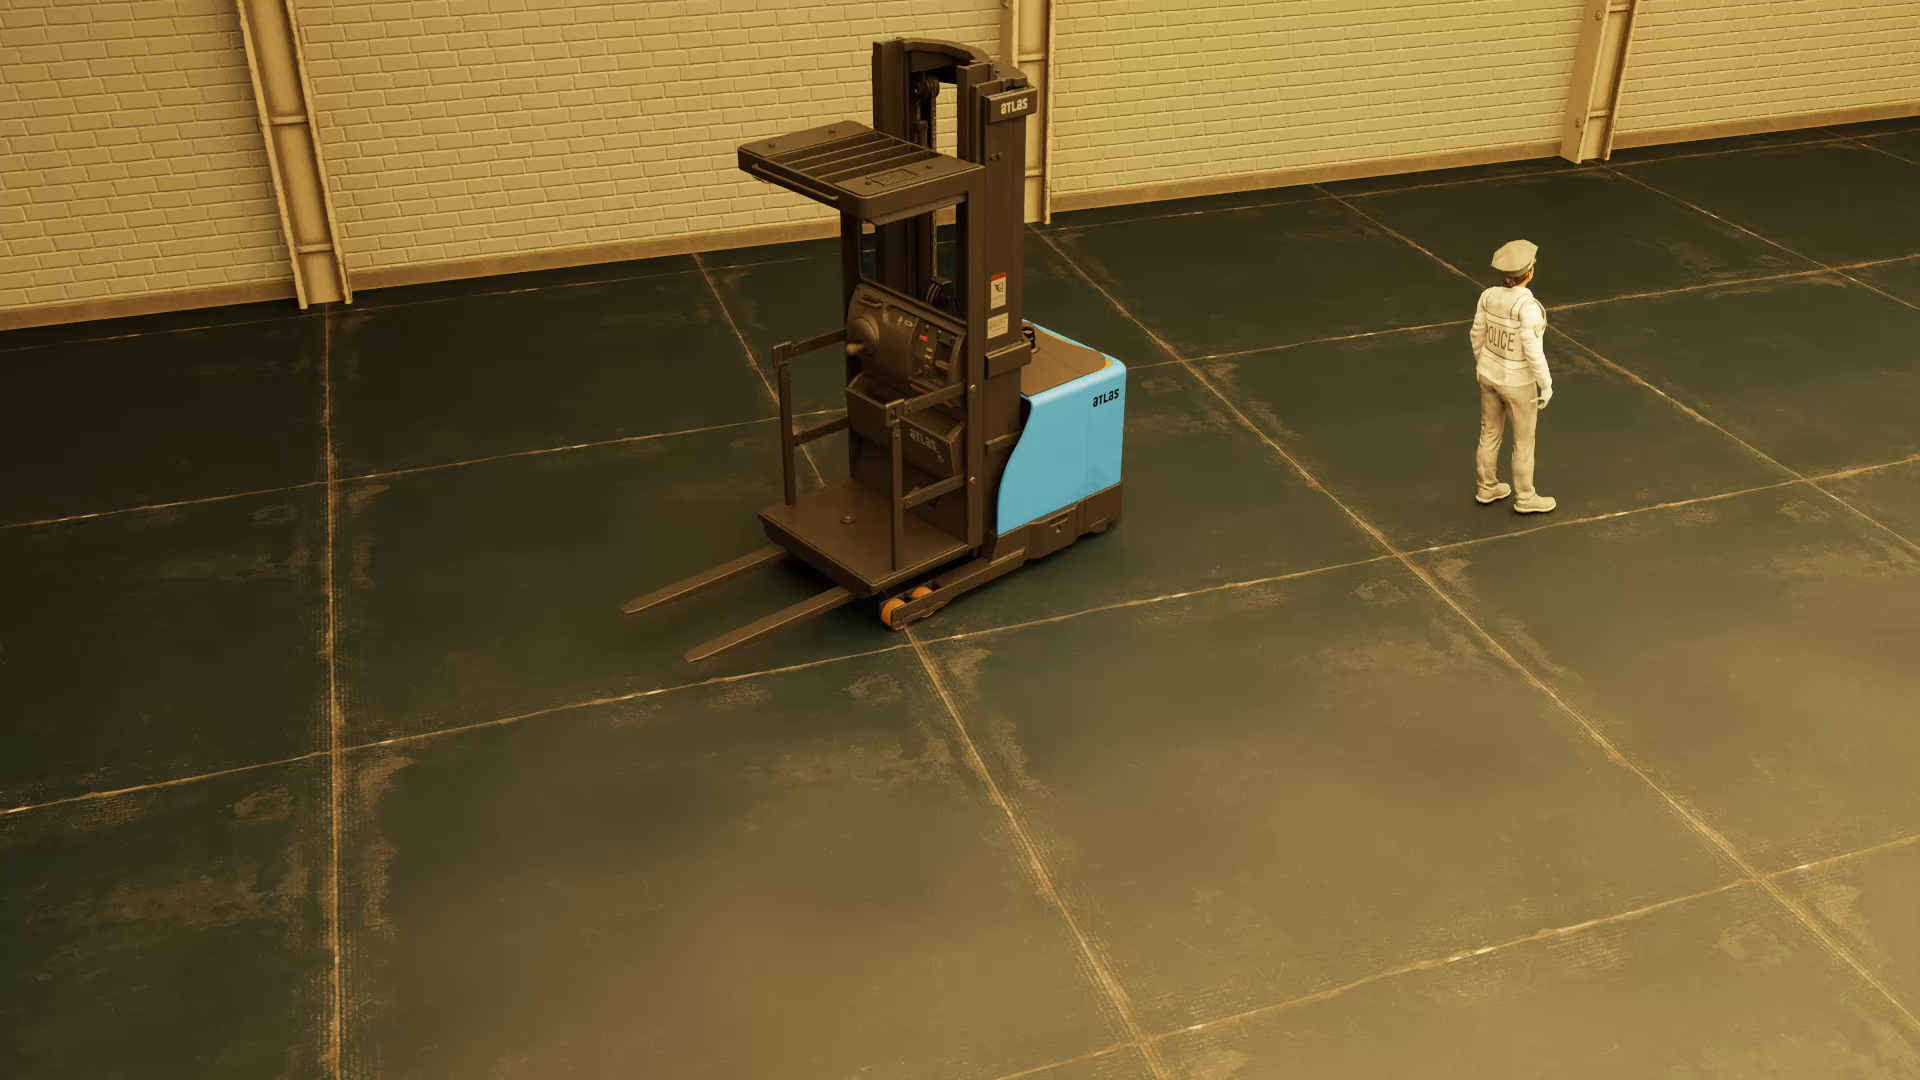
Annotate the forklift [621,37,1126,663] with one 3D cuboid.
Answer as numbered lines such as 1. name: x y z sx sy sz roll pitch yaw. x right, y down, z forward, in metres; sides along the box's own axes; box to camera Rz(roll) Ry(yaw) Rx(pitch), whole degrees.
1. forklift: -0.461 -1.072 8.951 3.031 2.935 1.130 -23 37 -34

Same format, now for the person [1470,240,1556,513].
1. person: 3.358 -0.992 10.035 0.533 1.695 0.587 -16 34 -25
